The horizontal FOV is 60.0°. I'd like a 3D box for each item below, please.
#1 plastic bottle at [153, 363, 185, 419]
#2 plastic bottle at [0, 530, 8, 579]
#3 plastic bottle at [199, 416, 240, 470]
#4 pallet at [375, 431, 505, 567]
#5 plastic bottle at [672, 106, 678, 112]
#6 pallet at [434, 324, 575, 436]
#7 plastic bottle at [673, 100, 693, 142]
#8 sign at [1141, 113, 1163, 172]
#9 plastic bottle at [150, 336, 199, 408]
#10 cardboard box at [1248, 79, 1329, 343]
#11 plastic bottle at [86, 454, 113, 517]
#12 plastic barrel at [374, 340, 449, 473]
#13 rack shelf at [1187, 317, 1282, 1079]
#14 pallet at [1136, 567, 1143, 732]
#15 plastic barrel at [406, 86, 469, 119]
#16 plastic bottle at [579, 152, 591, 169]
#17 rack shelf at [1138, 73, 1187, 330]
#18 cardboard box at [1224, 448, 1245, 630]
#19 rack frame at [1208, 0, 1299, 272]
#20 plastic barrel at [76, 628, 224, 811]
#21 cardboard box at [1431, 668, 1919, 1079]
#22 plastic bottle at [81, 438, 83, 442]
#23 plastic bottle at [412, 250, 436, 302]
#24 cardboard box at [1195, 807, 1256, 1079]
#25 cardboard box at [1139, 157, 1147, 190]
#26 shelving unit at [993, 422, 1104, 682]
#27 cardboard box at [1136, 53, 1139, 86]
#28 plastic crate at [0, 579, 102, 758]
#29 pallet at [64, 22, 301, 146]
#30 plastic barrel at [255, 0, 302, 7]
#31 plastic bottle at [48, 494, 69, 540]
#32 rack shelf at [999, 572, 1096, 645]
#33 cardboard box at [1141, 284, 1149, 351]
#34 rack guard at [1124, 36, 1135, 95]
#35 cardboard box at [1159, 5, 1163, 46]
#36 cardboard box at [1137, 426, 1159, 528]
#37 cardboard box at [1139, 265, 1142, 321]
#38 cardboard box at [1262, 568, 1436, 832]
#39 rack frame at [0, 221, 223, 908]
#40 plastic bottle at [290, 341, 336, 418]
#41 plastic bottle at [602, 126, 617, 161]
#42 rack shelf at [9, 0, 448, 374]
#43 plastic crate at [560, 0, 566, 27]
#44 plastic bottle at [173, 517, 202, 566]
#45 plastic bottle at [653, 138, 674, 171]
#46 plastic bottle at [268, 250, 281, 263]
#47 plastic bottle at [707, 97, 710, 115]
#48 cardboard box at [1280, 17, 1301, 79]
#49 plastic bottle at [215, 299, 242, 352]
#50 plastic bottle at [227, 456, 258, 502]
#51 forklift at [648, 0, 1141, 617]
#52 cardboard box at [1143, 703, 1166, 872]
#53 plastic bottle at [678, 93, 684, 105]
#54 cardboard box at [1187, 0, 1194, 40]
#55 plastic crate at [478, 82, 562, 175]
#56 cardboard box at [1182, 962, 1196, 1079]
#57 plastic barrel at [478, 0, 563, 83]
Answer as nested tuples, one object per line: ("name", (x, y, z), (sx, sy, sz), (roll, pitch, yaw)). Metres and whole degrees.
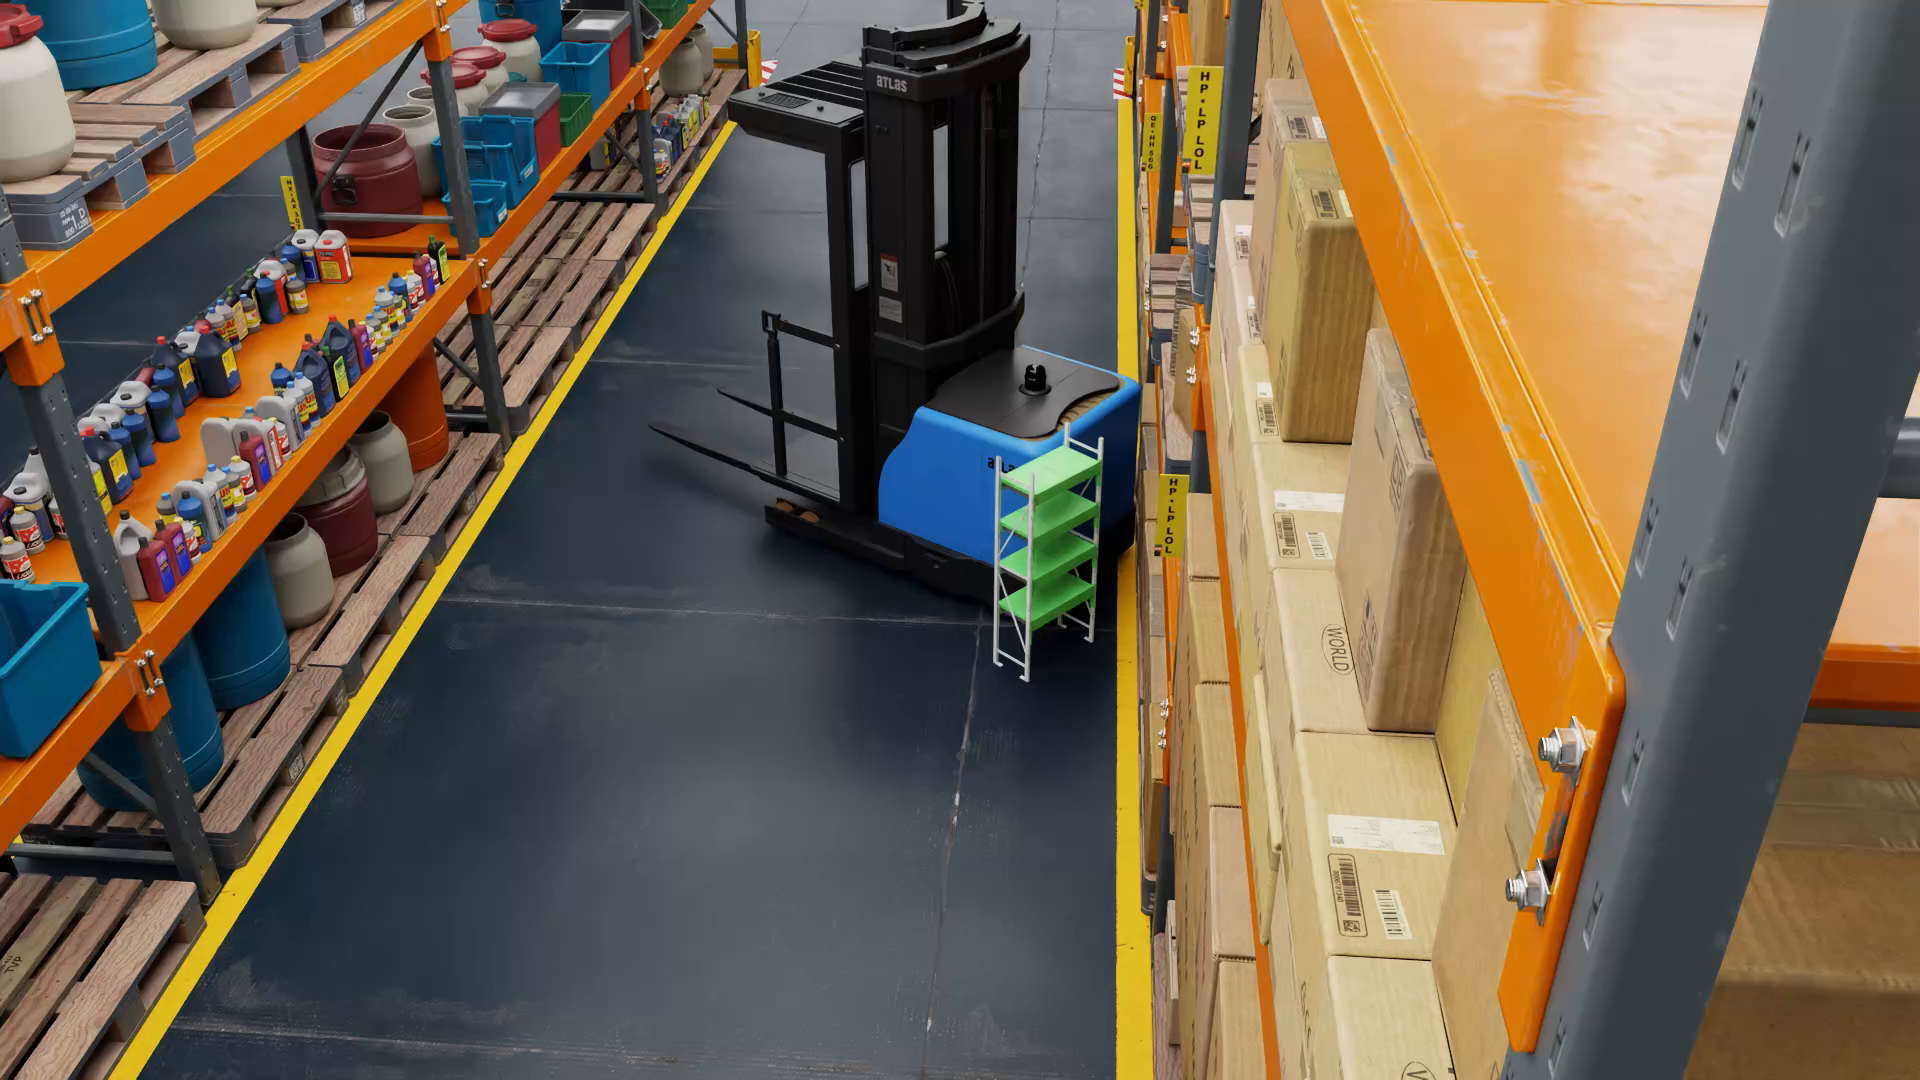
("plastic bottle", (-3.794, -0.720, 7.962), (0.097, 0.271, 0.097), (0, 32, 0))
("plastic bottle", (-3.949, 0.053, 6.703), (0.152, 0.276, 0.135), (2, 32, 4))
("plastic bottle", (-3.317, -0.443, 7.508), (0.152, 0.276, 0.135), (2, 32, 4))
("pallet", (-3.356, -0.270, 9.767), (1.003, 0.211, 1.213), (2, 32, 4))
("plastic bottle", (-2.579, -3.864, 15.188), (0.097, 0.201, 0.097), (0, 32, 0))
("pallet", (-3.231, -1.087, 11.094), (1.003, 0.211, 1.213), (2, 32, 4))
("plastic bottle", (-2.478, -3.748, 14.858), (0.144, 0.351, 0.185), (2, 32, 4))
("sign", (1.050, -2.172, 9.093), (0.100, 0.325, 0.005), (2, 32, 4))
("plastic bottle", (-3.820, -0.829, 8.064), (0.144, 0.351, 0.185), (2, 32, 4))
("cardboard box", (1.094, -0.800, 4.062), (0.700, 0.500, 0.500), (2, 32, 4))
("plastic bottle", (-3.766, -0.247, 7.119), (0.144, 0.351, 0.185), (2, 32, 4))
("plastic barrel", (-3.356, -0.869, 9.750), (0.600, 0.830, 0.708), (2, 32, 4))
("rack shelf", (1.115, 0.509, 3.672), (1.077, 0.370, 4.000), (2, 32, 4))
("pallet", (1.403, 0.555, 8.429), (1.003, 0.211, 1.213), (2, 32, 4))
("plastic barrel", (-3.428, -2.686, 10.923), (0.421, 0.512, 0.421), (0, 32, 0))
("plastic bottle", (-3.242, -3.371, 14.247), (0.144, 0.351, 0.185), (2, 32, 3))
("rack shelf", (1.766, -2.397, 11.247), (1.077, 0.370, 4.000), (2, 32, 4))
("cardboard box", (0.905, -0.013, 3.976), (0.500, 0.250, 0.500), (2, 32, 4))
("rack frame", (1.278, -2.120, 4.393), (1.000, 3.000, 0.127), (2, 32, 4))
("plastic barrel", (-3.597, 0.651, 7.214), (0.600, 0.901, 0.708), (2, 32, 4))
("cardboard box", (0.978, 0.511, 1.934), (0.700, 0.500, 0.500), (2, 32, 4))
("plastic bottle", (-3.895, -0.350, 7.286), (0.144, 0.351, 0.185), (2, 32, 4))
("plastic bottle", (-2.959, -1.471, 9.169), (0.061, 0.283, 0.133), (2, 32, 4))
("cardboard box", (0.834, 1.009, 3.986), (0.500, 0.500, 0.500), (3, 32, 6))
("cardboard box", (1.647, -2.791, 12.885), (0.500, 0.311, 0.500), (3, 32, 4))
("shelving unit", (0.434, 0.068, 8.277), (0.503, 1.200, 0.258), (-28, 41, -37))
("cardboard box", (1.990, -4.578, 16.320), (0.500, 0.250, 0.500), (2, 32, 4))
("plastic crate", (-3.357, 0.460, 5.882), (0.392, 0.384, 0.575), (2, 32, 4))
("pallet", (-3.603, -1.983, 7.210), (1.003, 0.211, 1.213), (2, 32, 4))
("plastic barrel", (-3.274, -2.701, 7.927), (0.301, 0.262, 0.301), (0, 32, 0))
("plastic bottle", (-3.793, -0.110, 7.039), (0.097, 0.201, 0.097), (0, 32, 0))
("rack shelf", (0.434, 0.326, 8.436), (0.480, 0.148, 0.258), (-28, 41, -37))
("cardboard box", (1.437, -1.461, 10.728), (0.500, 0.311, 0.500), (2, 32, 3))
("rack guard", (2.257, -4.789, 16.825), (1.175, 0.500, 0.348), (2, 32, 4))
("cardboard box", (1.996, -4.300, 13.554), (0.700, 0.500, 0.500), (2, 32, 3))
("cardboard box", (1.245, -0.281, 9.090), (0.500, 0.500, 0.500), (1, 32, 2))
("cardboard box", (1.525, -1.753, 11.736), (0.500, 0.250, 0.500), (3, 32, 5))
("cardboard box", (0.825, 0.297, 2.996), (0.500, 0.250, 0.500), (2, 32, 4))
("rack frame", (-3.659, 0.221, 6.313), (1.000, 3.000, 0.127), (2, 32, 4))
("plastic bottle", (-3.114, -0.775, 7.976), (0.144, 0.351, 0.185), (2, 32, 4))
("plastic bottle", (-3.077, -3.447, 14.441), (0.152, 0.276, 0.135), (2, 32, 4))
("rack shelf", (-3.496, -1.796, 7.412), (1.077, 0.370, 4.000), (2, 32, 4))
("plastic crate", (-3.188, -4.490, 14.098), (0.499, 0.251, 0.616), (2, 32, 4))
("plastic bottle", (-3.202, 0.001, 6.859), (0.097, 0.201, 0.097), (0, 32, 0))
("plastic bottle", (-2.545, -3.309, 14.217), (0.152, 0.276, 0.135), (4, 32, 6))
("plastic bottle", (-3.763, -1.439, 9.117), (0.061, 0.283, 0.133), (2, 32, 4))
("plastic bottle", (-2.394, -4.071, 15.525), (0.097, 0.201, 0.097), (0, 32, 0))
("cardboard box", (1.392, -1.367, 5.440), (0.600, 0.600, 0.600), (0, 32, -1))
("plastic bottle", (-3.794, -1.112, 8.598), (0.097, 0.271, 0.097), (0, 32, 0))
("plastic bottle", (-3.159, -0.273, 7.304), (0.097, 0.201, 0.097), (0, 32, 0))
("forklift", (-0.508, -1.443, 9.078), (3.031, 2.935, 1.130), (21, 37, 30))
("cardboard box", (1.033, 1.041, 6.946), (0.500, 0.500, 0.500), (2, 32, 4))
("plastic bottle", (-2.548, -3.980, 15.299), (0.061, 0.283, 0.133), (2, 32, 4))
("cardboard box", (1.602, -2.748, 8.175), (0.910, 0.500, 0.500), (2, 32, 4))
("plastic crate", (-2.896, -2.730, 11.040), (0.402, 0.464, 0.583), (2, 32, 4))
("cardboard box", (0.843, 1.442, 4.236), (0.500, 0.500, 0.500), (2, 32, 3))
("plastic barrel", (-3.341, -3.987, 12.663), (0.600, 0.901, 0.708), (2, 32, 4))
